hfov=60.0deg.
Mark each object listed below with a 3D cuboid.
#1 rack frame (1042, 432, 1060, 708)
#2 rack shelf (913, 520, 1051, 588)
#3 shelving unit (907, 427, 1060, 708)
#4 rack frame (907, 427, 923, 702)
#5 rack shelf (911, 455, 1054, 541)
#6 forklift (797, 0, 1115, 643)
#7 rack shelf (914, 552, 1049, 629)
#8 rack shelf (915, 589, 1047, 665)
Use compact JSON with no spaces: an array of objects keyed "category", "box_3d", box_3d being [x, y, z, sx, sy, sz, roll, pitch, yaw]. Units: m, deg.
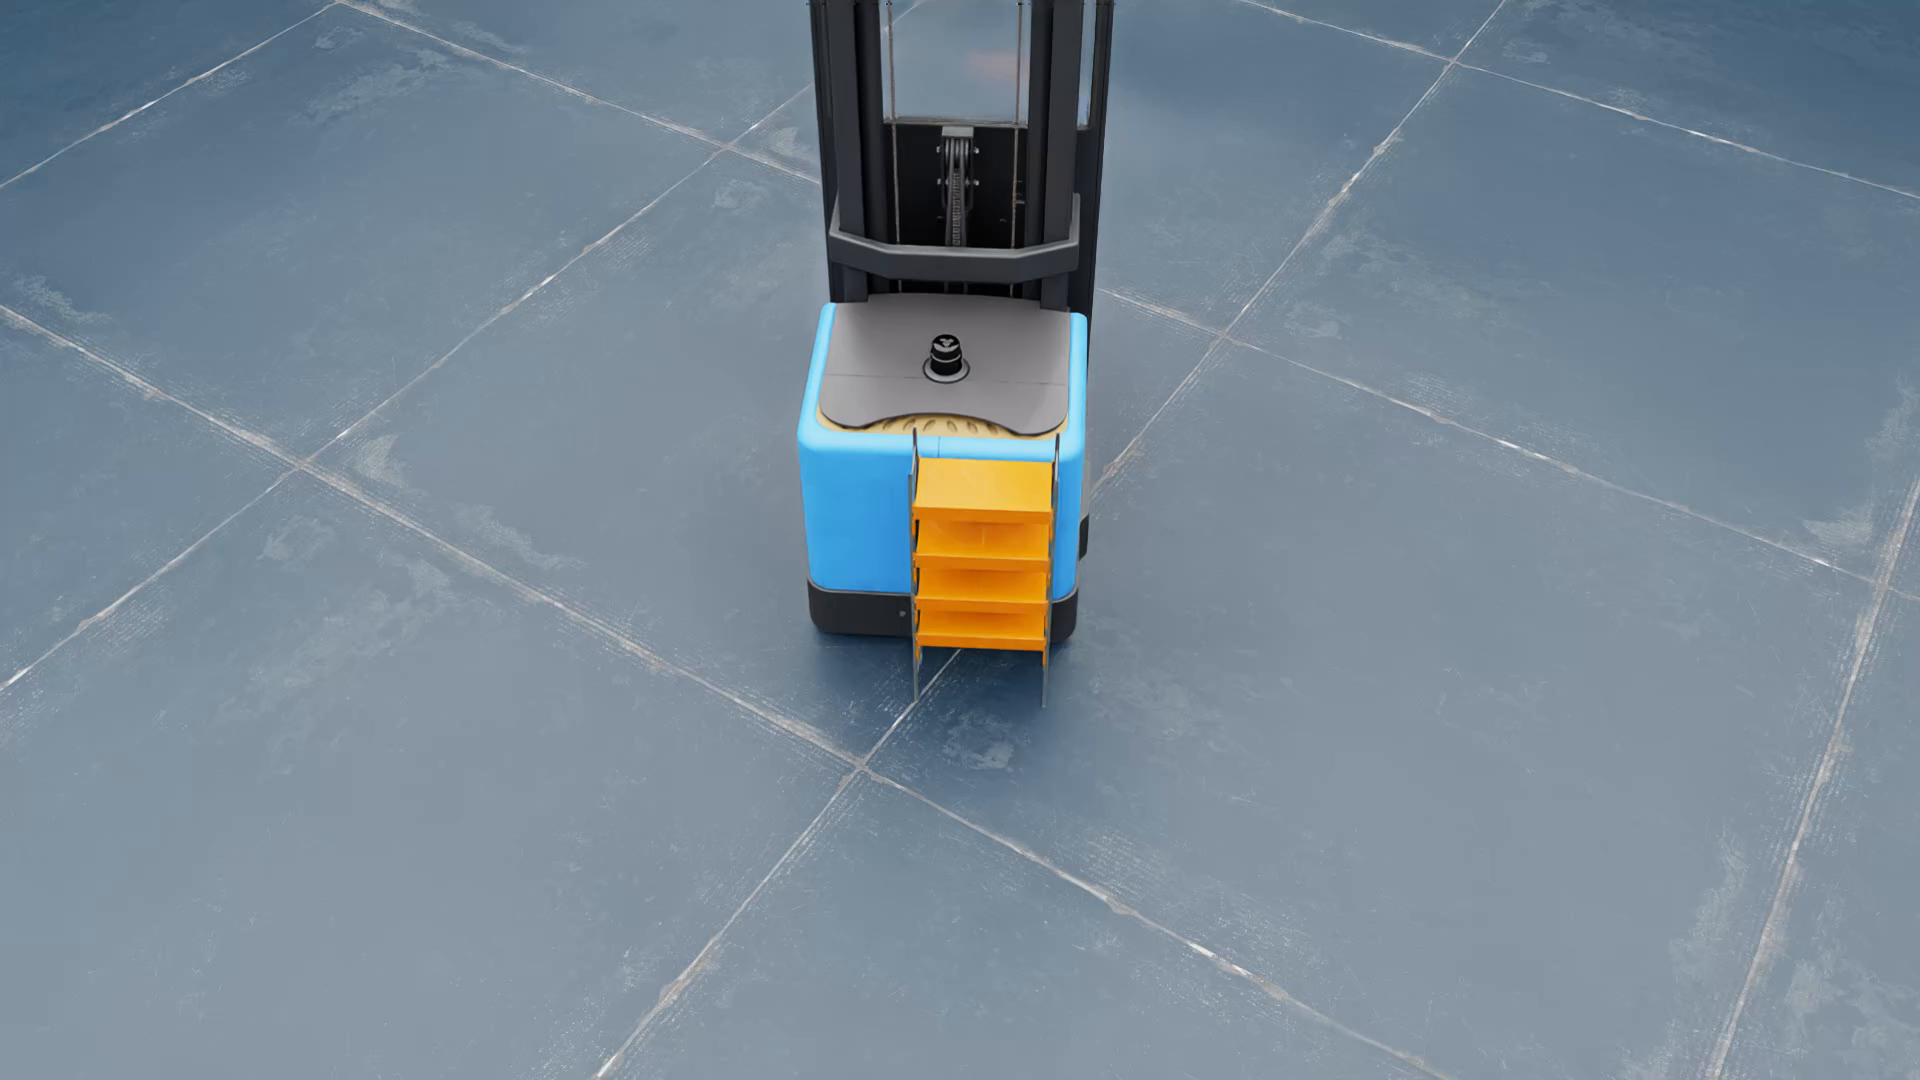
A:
[{"category":"rack frame","box_3d":[0.327,0.137,6.002,0.015,1.200,0.240,2,46,2]},{"category":"rack shelf","box_3d":[0.083,0.018,5.899,0.480,0.148,0.258,2,46,2]},{"category":"shelving unit","box_3d":[0.083,0.127,6.011,0.503,1.200,0.258,2,46,2]},{"category":"rack frame","box_3d":[-0.161,0.118,6.021,0.015,1.200,0.240,2,46,2]},{"category":"rack shelf","box_3d":[0.083,-0.146,5.730,0.480,0.148,0.258,2,46,2]},{"category":"forklift","box_3d":[0.023,-1.671,6.552,1.130,2.935,3.031,3,46,3]},{"category":"rack shelf","box_3d":[0.083,0.174,6.060,0.480,0.148,0.258,2,46,2]},{"category":"rack shelf","box_3d":[0.083,0.313,6.202,0.480,0.148,0.258,2,46,2]}]
